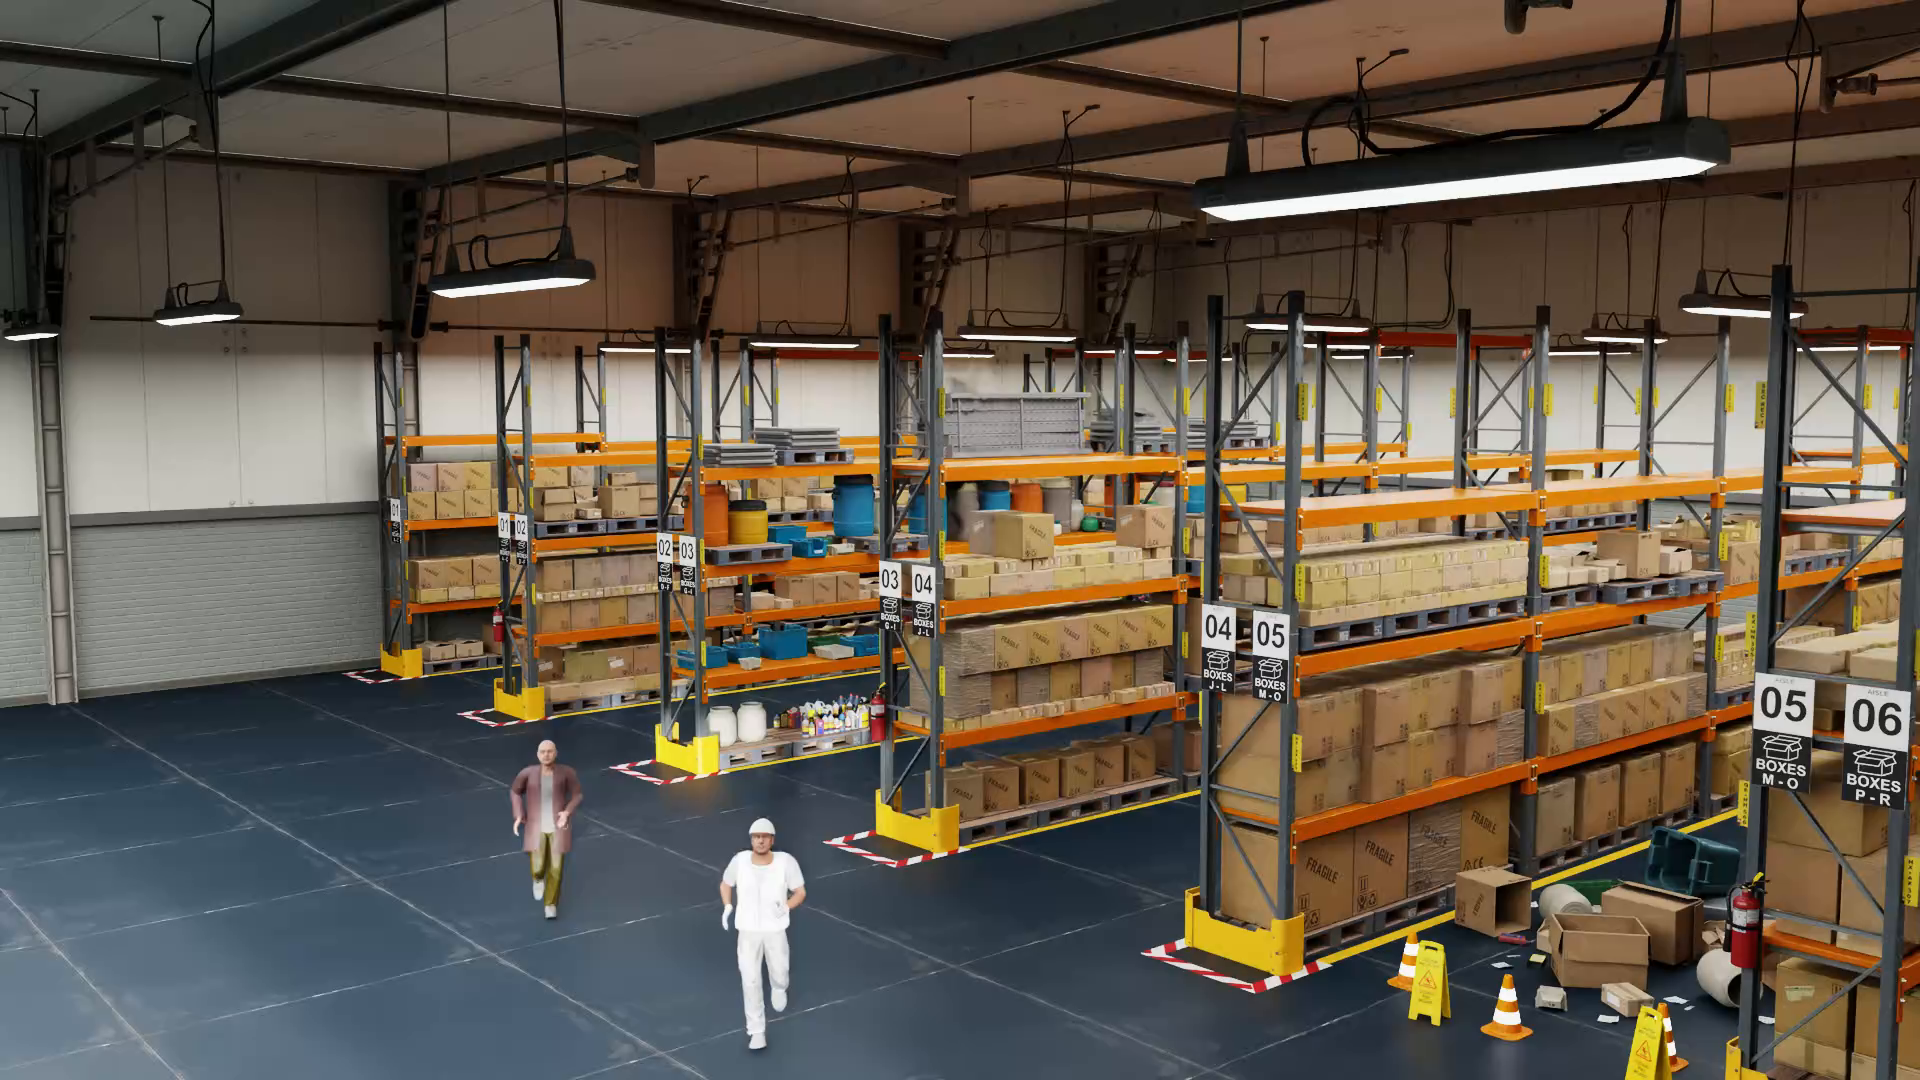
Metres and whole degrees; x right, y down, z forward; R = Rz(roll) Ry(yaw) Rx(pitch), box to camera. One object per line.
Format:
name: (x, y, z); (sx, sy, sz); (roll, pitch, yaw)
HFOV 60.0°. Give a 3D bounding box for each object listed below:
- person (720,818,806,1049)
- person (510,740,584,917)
person: (-1.578, 3.085, 13.305); (0.697, 1.752, 0.769); (0, 5, -1)
person: (-4.041, 2.823, 16.292); (0.714, 1.731, 0.640); (-1, 5, -13)
